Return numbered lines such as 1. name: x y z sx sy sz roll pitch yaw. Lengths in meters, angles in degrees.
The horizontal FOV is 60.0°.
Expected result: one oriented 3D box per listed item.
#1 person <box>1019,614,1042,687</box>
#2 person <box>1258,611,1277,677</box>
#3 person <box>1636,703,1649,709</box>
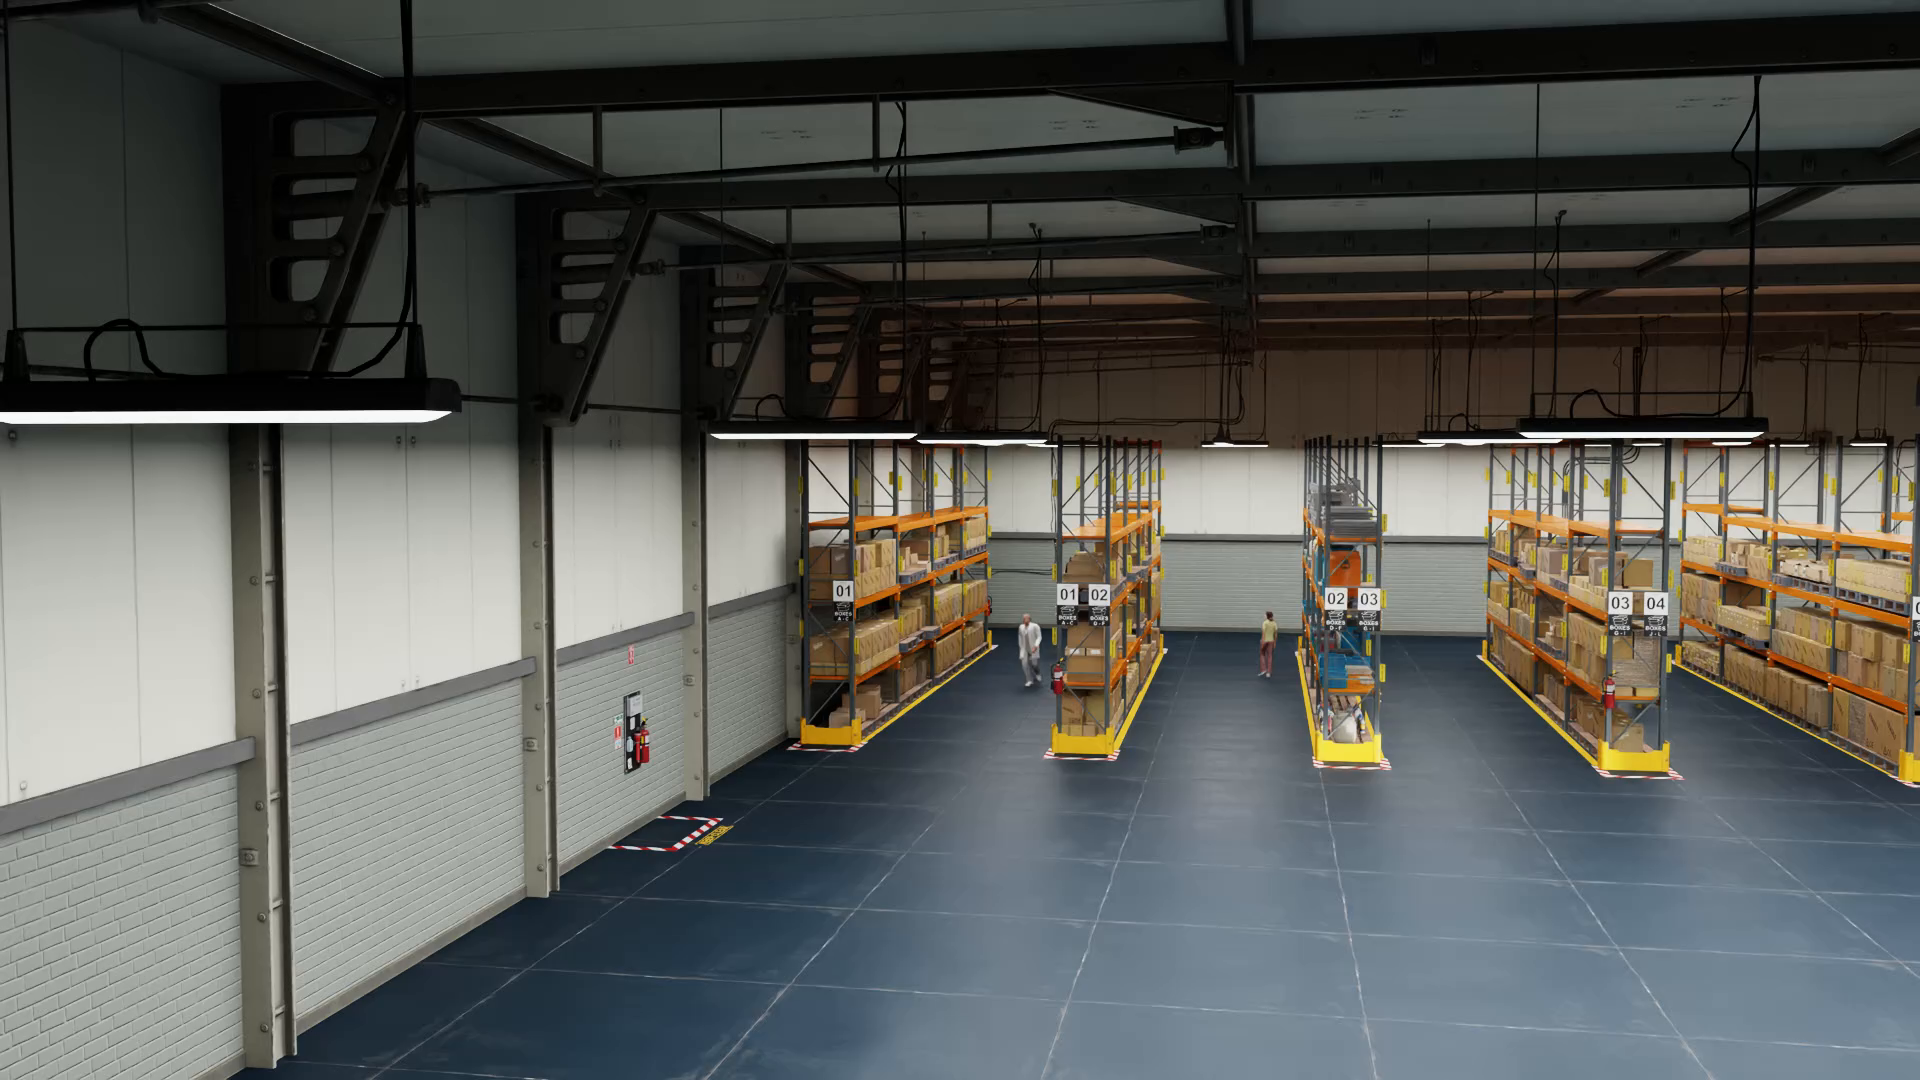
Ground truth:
1. person: 1.706 2.715 40.525 0.635 1.654 0.727 1 3 20
2. person: 7.792 2.648 41.984 0.457 1.714 0.595 0 3 2
3. person: 15.138 2.857 36.979 0.636 1.740 0.669 1 3 25
